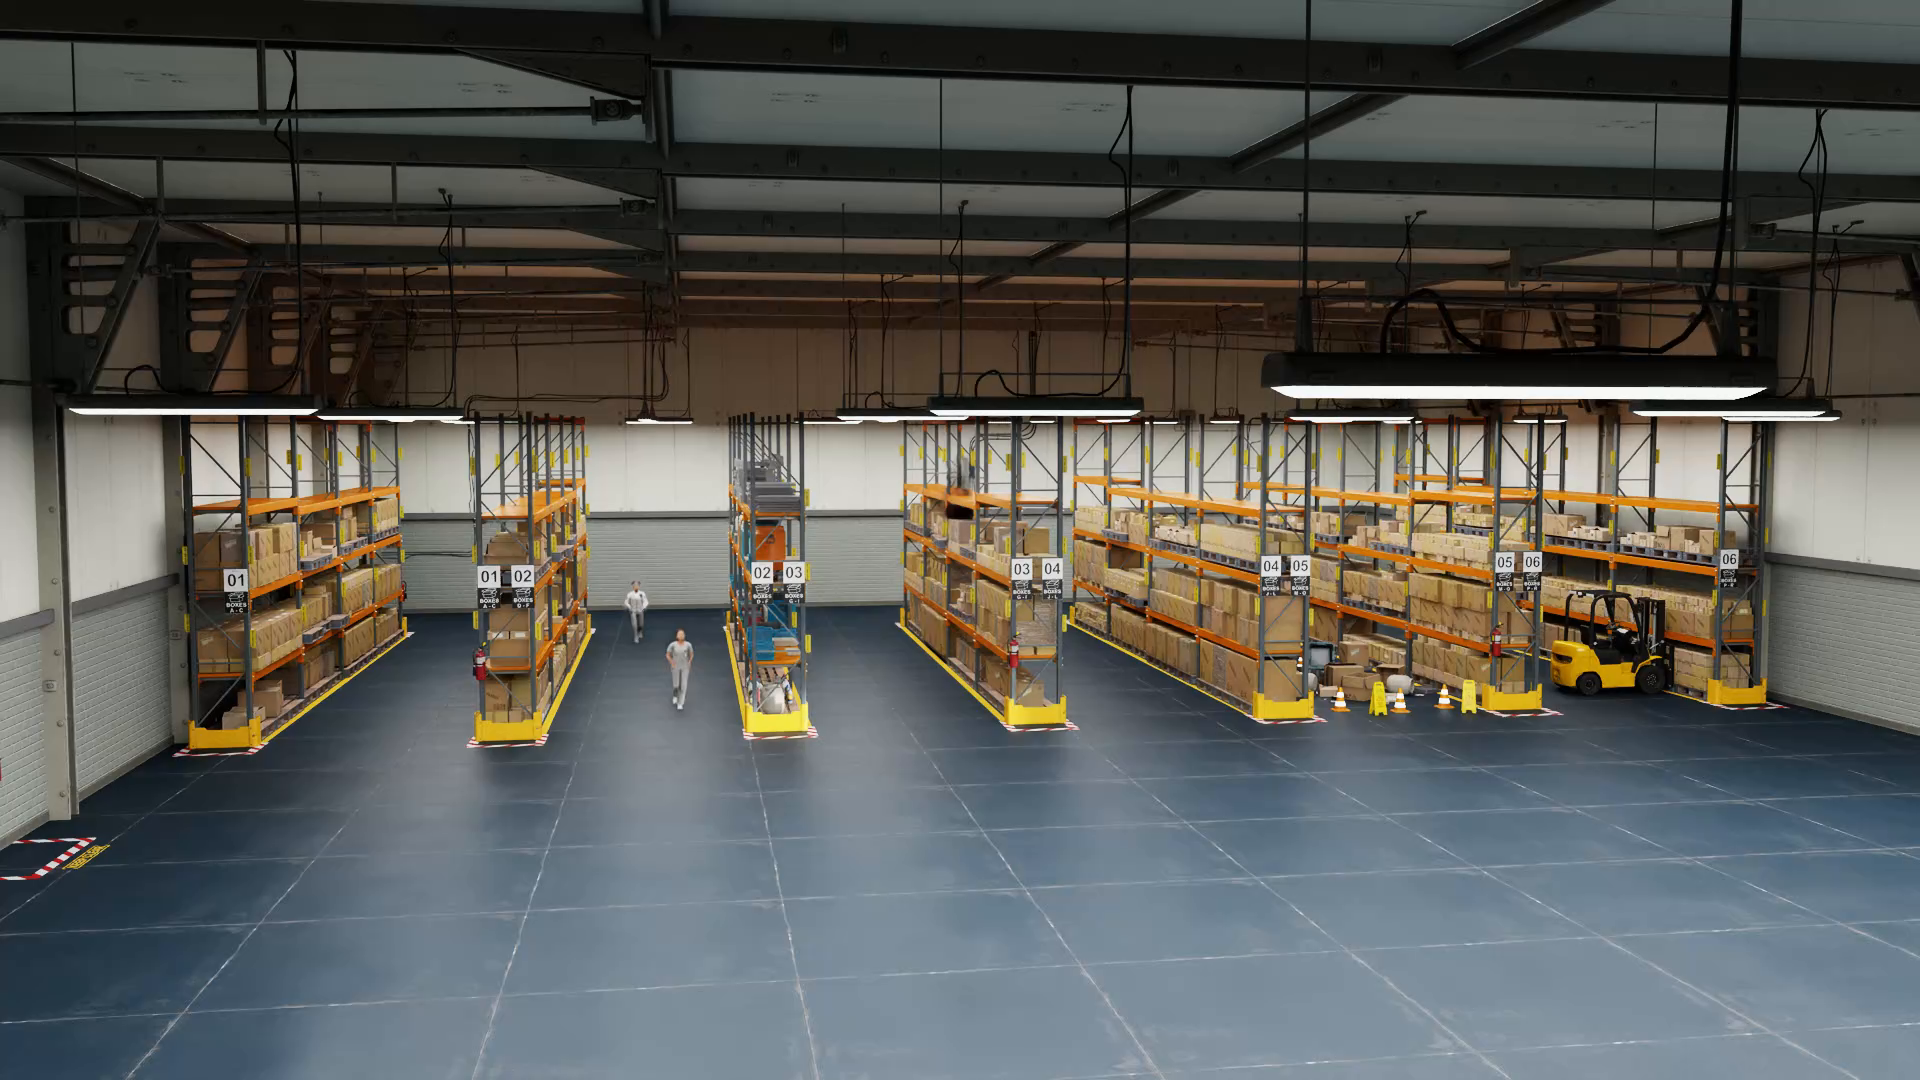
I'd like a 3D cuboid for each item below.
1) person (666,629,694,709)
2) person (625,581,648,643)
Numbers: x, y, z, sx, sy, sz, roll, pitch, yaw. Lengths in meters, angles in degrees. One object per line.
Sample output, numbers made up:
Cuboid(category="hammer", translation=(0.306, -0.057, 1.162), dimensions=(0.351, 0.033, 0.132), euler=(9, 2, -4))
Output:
Cuboid(category="person", translation=(-5.669, 2.613, 33.743), dimensions=(0.546, 1.624, 0.554), euler=(-1, 4, -16))
Cuboid(category="person", translation=(-8.581, 1.900, 44.100), dimensions=(0.613, 1.648, 0.576), euler=(-1, 4, -15))
